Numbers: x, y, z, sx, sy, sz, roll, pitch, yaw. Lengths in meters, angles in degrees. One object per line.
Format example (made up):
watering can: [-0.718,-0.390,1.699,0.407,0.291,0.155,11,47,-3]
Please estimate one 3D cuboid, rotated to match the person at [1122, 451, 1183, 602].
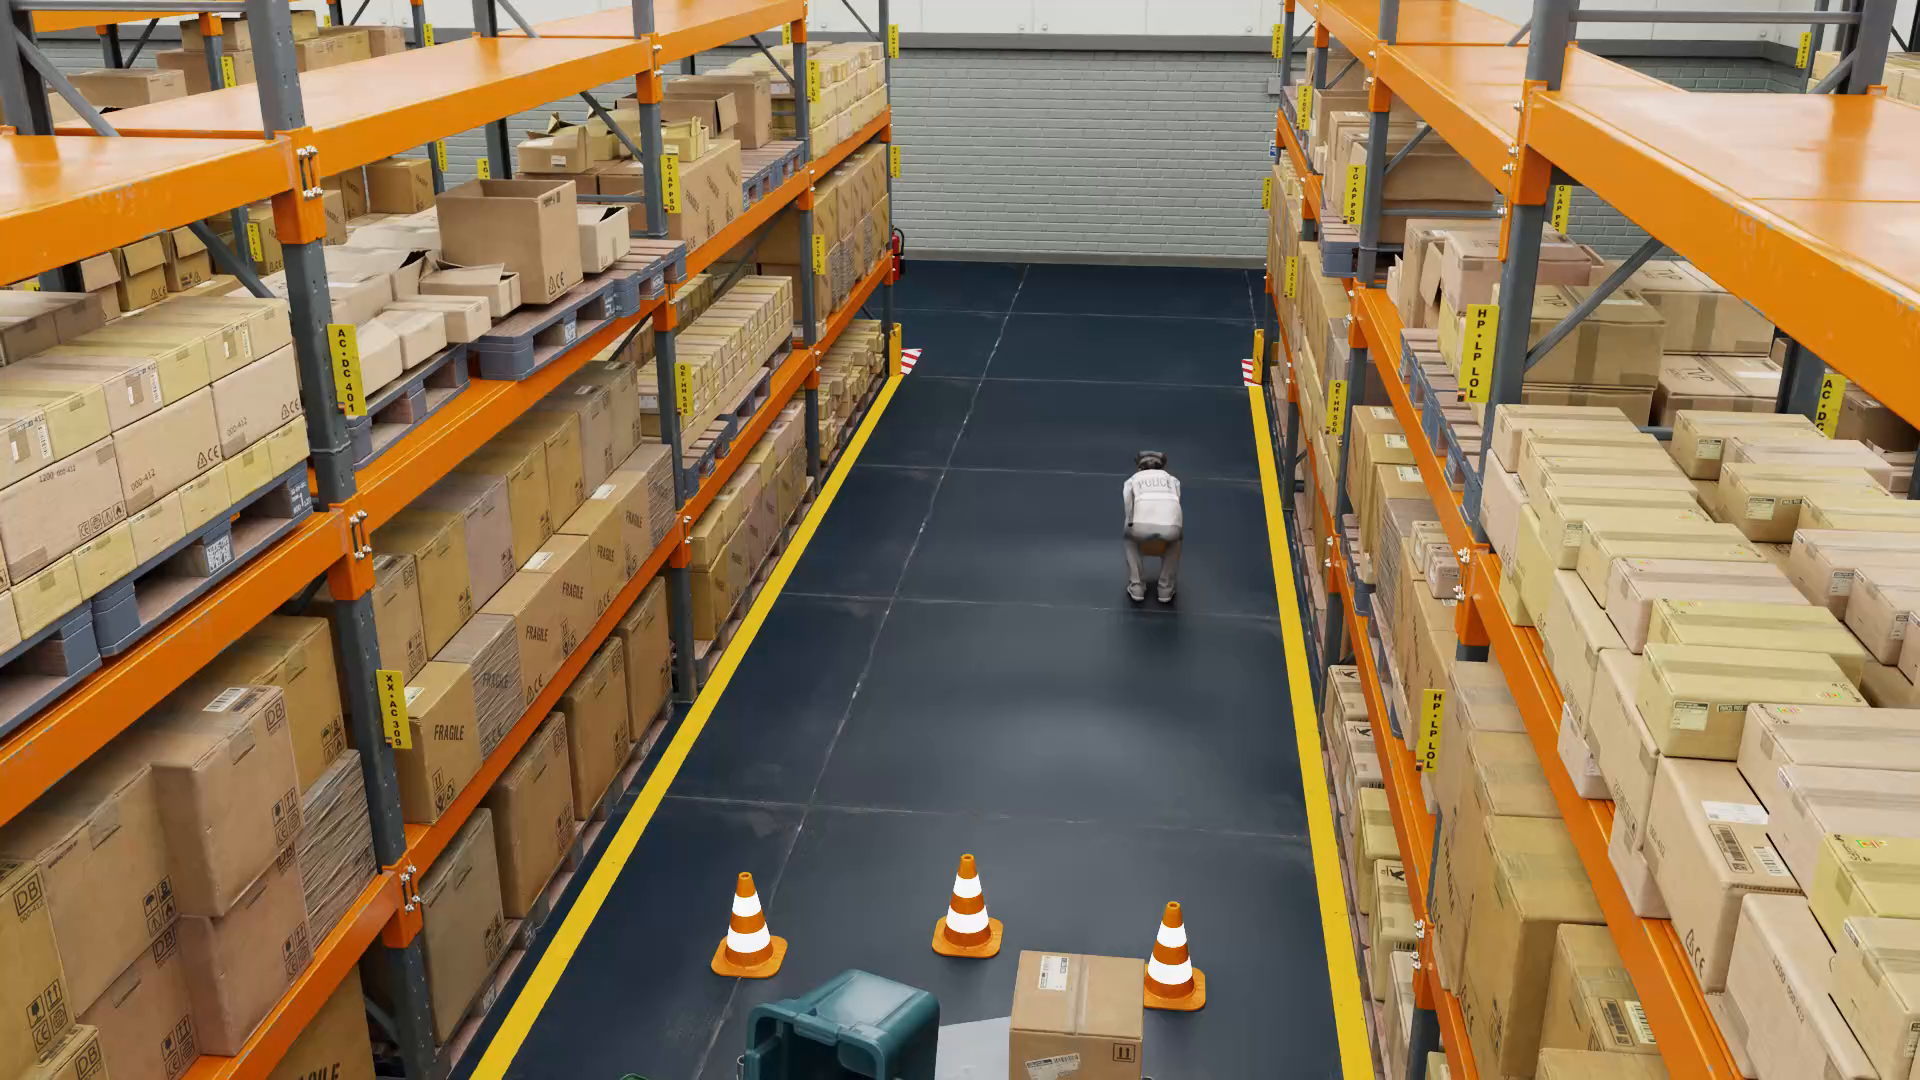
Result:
person: [1.420,-0.089,12.237,0.448,0.995,0.911,2,21,4]
